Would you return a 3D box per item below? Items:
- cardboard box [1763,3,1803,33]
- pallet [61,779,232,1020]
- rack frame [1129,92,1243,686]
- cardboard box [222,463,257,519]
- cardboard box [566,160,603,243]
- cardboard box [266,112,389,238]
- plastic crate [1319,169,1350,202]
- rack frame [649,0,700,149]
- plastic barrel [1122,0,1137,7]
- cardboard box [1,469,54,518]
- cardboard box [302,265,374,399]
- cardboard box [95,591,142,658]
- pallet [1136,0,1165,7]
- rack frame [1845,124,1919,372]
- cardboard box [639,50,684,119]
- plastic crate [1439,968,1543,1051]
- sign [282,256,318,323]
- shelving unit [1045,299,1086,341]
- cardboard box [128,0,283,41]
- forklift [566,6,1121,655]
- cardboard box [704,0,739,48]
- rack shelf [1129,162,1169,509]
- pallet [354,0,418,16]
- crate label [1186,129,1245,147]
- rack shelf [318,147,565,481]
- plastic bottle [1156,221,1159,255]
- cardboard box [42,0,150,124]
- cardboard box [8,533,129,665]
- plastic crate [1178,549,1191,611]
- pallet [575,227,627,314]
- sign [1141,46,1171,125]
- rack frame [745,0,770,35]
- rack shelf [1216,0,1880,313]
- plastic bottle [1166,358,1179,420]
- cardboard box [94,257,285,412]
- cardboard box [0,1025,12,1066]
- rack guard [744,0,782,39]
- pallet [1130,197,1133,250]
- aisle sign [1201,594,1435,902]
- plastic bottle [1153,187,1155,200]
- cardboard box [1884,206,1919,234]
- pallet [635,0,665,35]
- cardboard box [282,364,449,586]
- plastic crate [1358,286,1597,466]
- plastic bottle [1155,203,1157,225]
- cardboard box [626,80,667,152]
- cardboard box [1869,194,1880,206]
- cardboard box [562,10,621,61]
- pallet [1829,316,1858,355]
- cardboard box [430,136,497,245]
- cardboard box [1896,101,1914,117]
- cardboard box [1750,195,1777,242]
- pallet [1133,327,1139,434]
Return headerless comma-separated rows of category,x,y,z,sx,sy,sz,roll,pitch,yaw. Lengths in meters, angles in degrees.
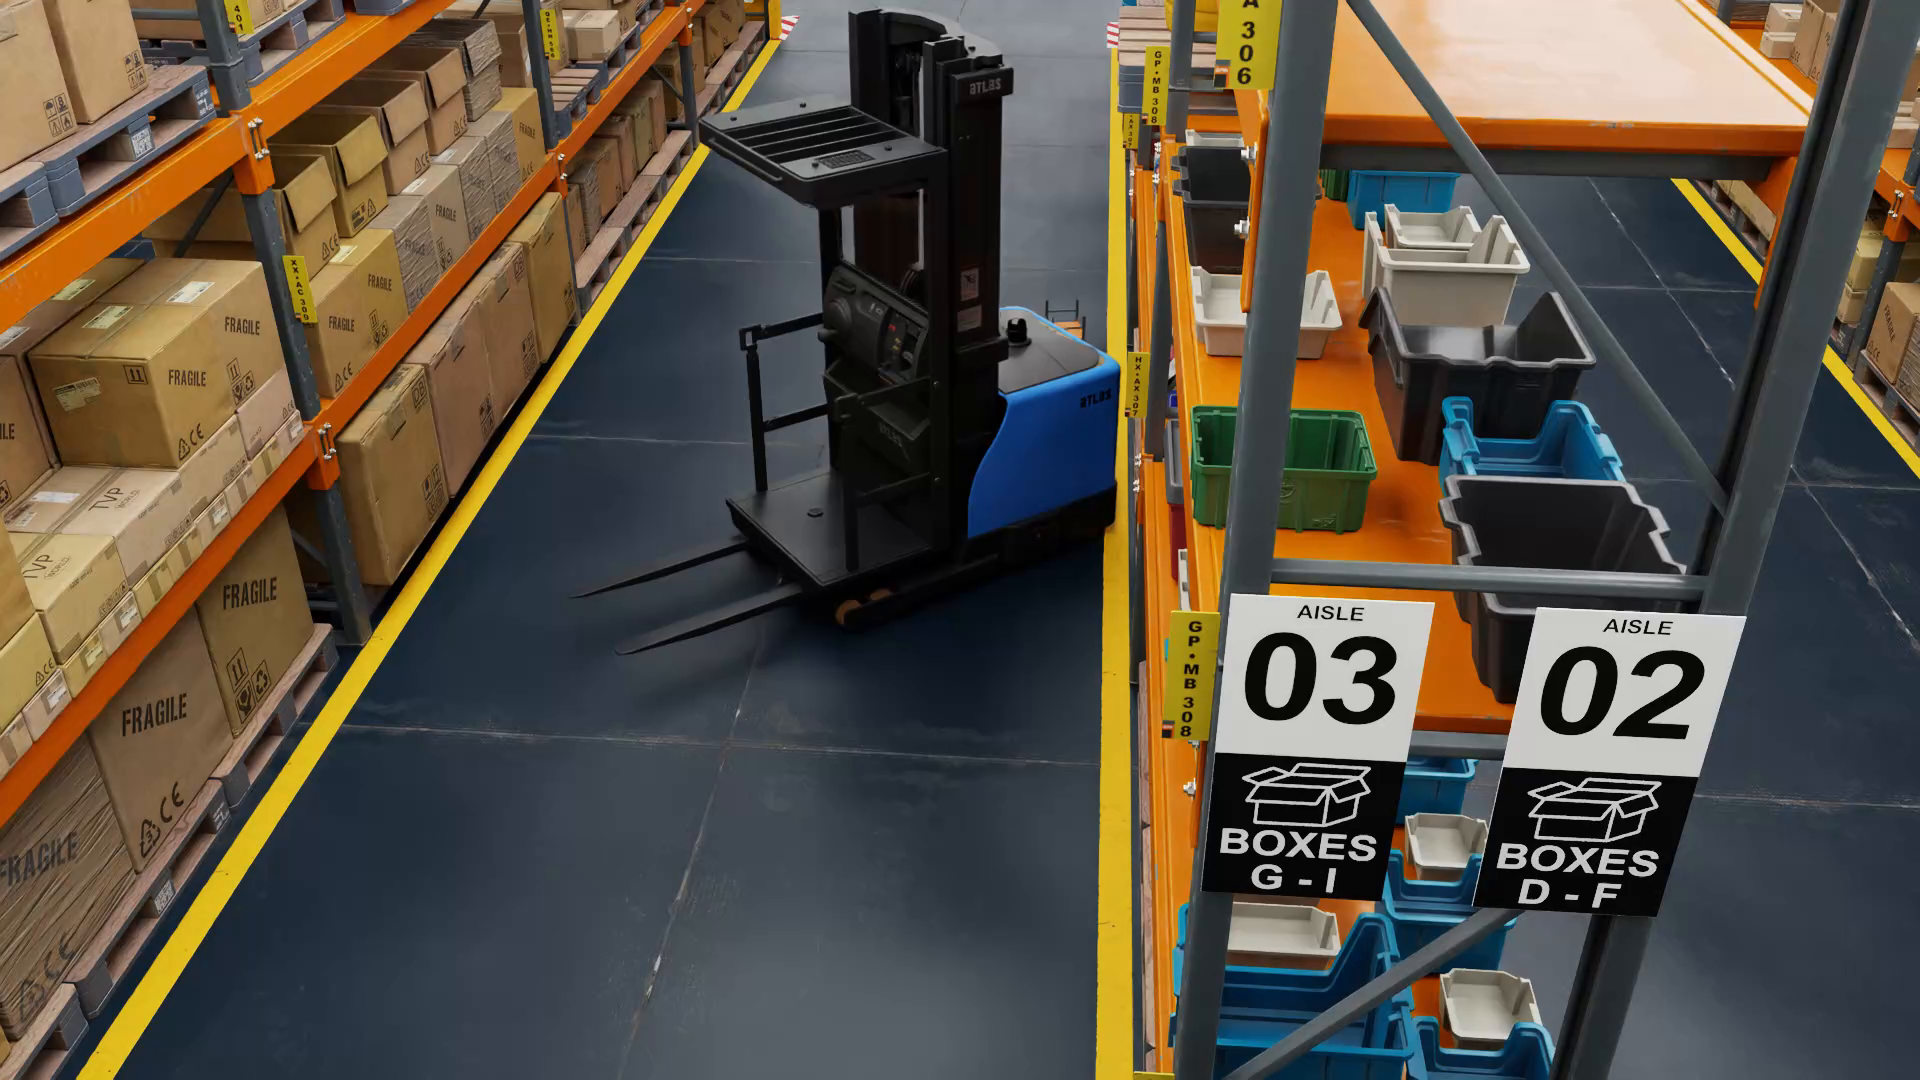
cardboard box,6.944,-4.206,13.639,0.500,0.250,0.500,4,32,7
pallet,-3.820,1.450,6.976,1.003,0.211,1.213,2,32,4
rack frame,1.353,-0.560,7.579,1.000,3.000,0.127,2,32,4
cardboard box,-3.324,-0.222,7.271,0.380,0.149,0.250,2,32,3
cardboard box,-3.191,-2.628,12.898,0.700,0.500,0.500,0,32,0
cardboard box,-3.472,-1.933,8.757,0.797,0.503,0.637,3,32,5
plastic crate,1.620,-1.512,6.467,0.450,0.188,0.662,2,32,4
rack frame,-2.932,-4.954,14.710,1.000,3.000,0.127,2,32,4
plastic barrel,1.671,-4.767,13.929,0.600,0.901,0.708,2,32,4
cardboard box,-3.965,-0.068,6.642,0.500,0.250,0.500,3,32,5
cardboard box,-3.297,-1.044,8.269,0.500,0.500,0.500,3,32,4
cardboard box,-3.408,0.314,6.401,0.380,0.149,0.250,3,32,5
pallet,1.409,-2.763,8.476,1.003,0.211,1.213,2,32,4
rack frame,6.615,-2.438,10.627,1.000,3.000,0.127,2,32,4
cardboard box,-2.860,-4.276,15.593,0.500,0.500,0.500,2,32,2
plastic crate,1.484,1.340,4.692,0.250,0.136,0.298,2,32,4
sign,-3.030,-1.150,7.637,0.100,0.325,0.005,2,32,4
shelving unit,0.615,-0.909,10.004,0.215,1.050,0.252,-3,32,-5
cardboard box,-3.546,-2.573,7.492,0.700,0.500,0.500,3,32,5
forklift,-0.611,-1.081,8.491,3.031,2.935,1.130,-19,37,-28
cardboard box,-2.689,-5.521,17.612,0.500,0.500,0.500,11,33,17
rack shelf,1.516,-1.299,9.465,1.077,0.370,4.000,2,32,4
pallet,-3.346,-3.135,9.080,1.003,0.211,1.213,4,32,6
crate label,1.025,-1.481,6.466,0.293,0.136,0.466,2,32,4
rack shelf,-3.421,-1.511,9.808,1.077,0.370,4.000,2,32,4
plastic bottle,1.182,-1.787,9.682,0.061,0.283,0.133,2,32,4
cardboard box,-3.587,-1.900,6.305,0.700,0.500,0.500,1,32,1
cardboard box,-3.484,0.210,6.189,0.500,0.250,0.500,2,32,3
plastic crate,1.045,0.256,6.312,0.437,0.282,0.530,2,32,4
pallet,-3.193,-2.084,12.711,1.003,0.211,1.213,2,32,4
sign,0.805,-1.865,6.830,0.100,0.325,0.005,2,32,4
rack frame,-2.607,-7.046,18.104,1.000,3.000,0.127,2,32,4
rack shelf,1.190,-1.591,4.602,1.077,0.370,4.000,2,32,4
plastic bottle,1.063,-0.727,7.969,0.152,0.276,0.135,2,32,4
cardboard box,-3.355,-0.901,7.278,0.500,0.500,0.500,3,32,5
cardboard box,-3.937,1.708,5.524,0.875,0.875,0.875,2,32,4
rack guard,-2.613,-5.942,18.696,1.175,0.500,0.348,2,32,4
pallet,1.882,-2.504,13.392,1.003,0.211,1.213,2,32,4
aisle sign,0.729,0.450,3.462,0.394,0.787,0.004,2,32,4
plastic bottle,1.276,-2.244,10.501,0.097,0.201,0.097,0,32,0
cardboard box,6.985,-2.221,11.961,0.500,0.311,0.500,2,32,3
pallet,-3.140,-4.479,14.122,1.003,0.211,1.213,2,32,4
cardboard box,-3.551,-0.381,8.914,1.225,0.875,0.875,3,32,4
plastic crate,1.426,-0.506,4.692,0.504,0.338,0.767,2,32,4
plastic bottle,1.236,-1.983,10.078,0.097,0.201,0.097,0,32,0
cardboard box,-3.004,-3.757,14.731,0.700,0.500,0.500,0,32,0
cardboard box,6.492,-2.505,12.422,0.500,0.311,0.500,2,32,4
cardboard box,-2.892,-3.844,12.652,0.500,0.250,0.500,2,32,3
pallet,6.721,-1.679,12.054,1.003,0.211,1.213,2,32,4
cardboard box,-3.137,-2.105,9.991,0.500,0.500,0.500,1,32,2
cardboard box,6.663,-3.000,11.779,0.380,0.149,0.250,5,32,8
cardboard box,6.536,-2.533,13.002,0.500,0.250,0.500,3,32,5
pallet,1.656,-1.050,11.033,1.003,0.211,1.213,2,32,4
